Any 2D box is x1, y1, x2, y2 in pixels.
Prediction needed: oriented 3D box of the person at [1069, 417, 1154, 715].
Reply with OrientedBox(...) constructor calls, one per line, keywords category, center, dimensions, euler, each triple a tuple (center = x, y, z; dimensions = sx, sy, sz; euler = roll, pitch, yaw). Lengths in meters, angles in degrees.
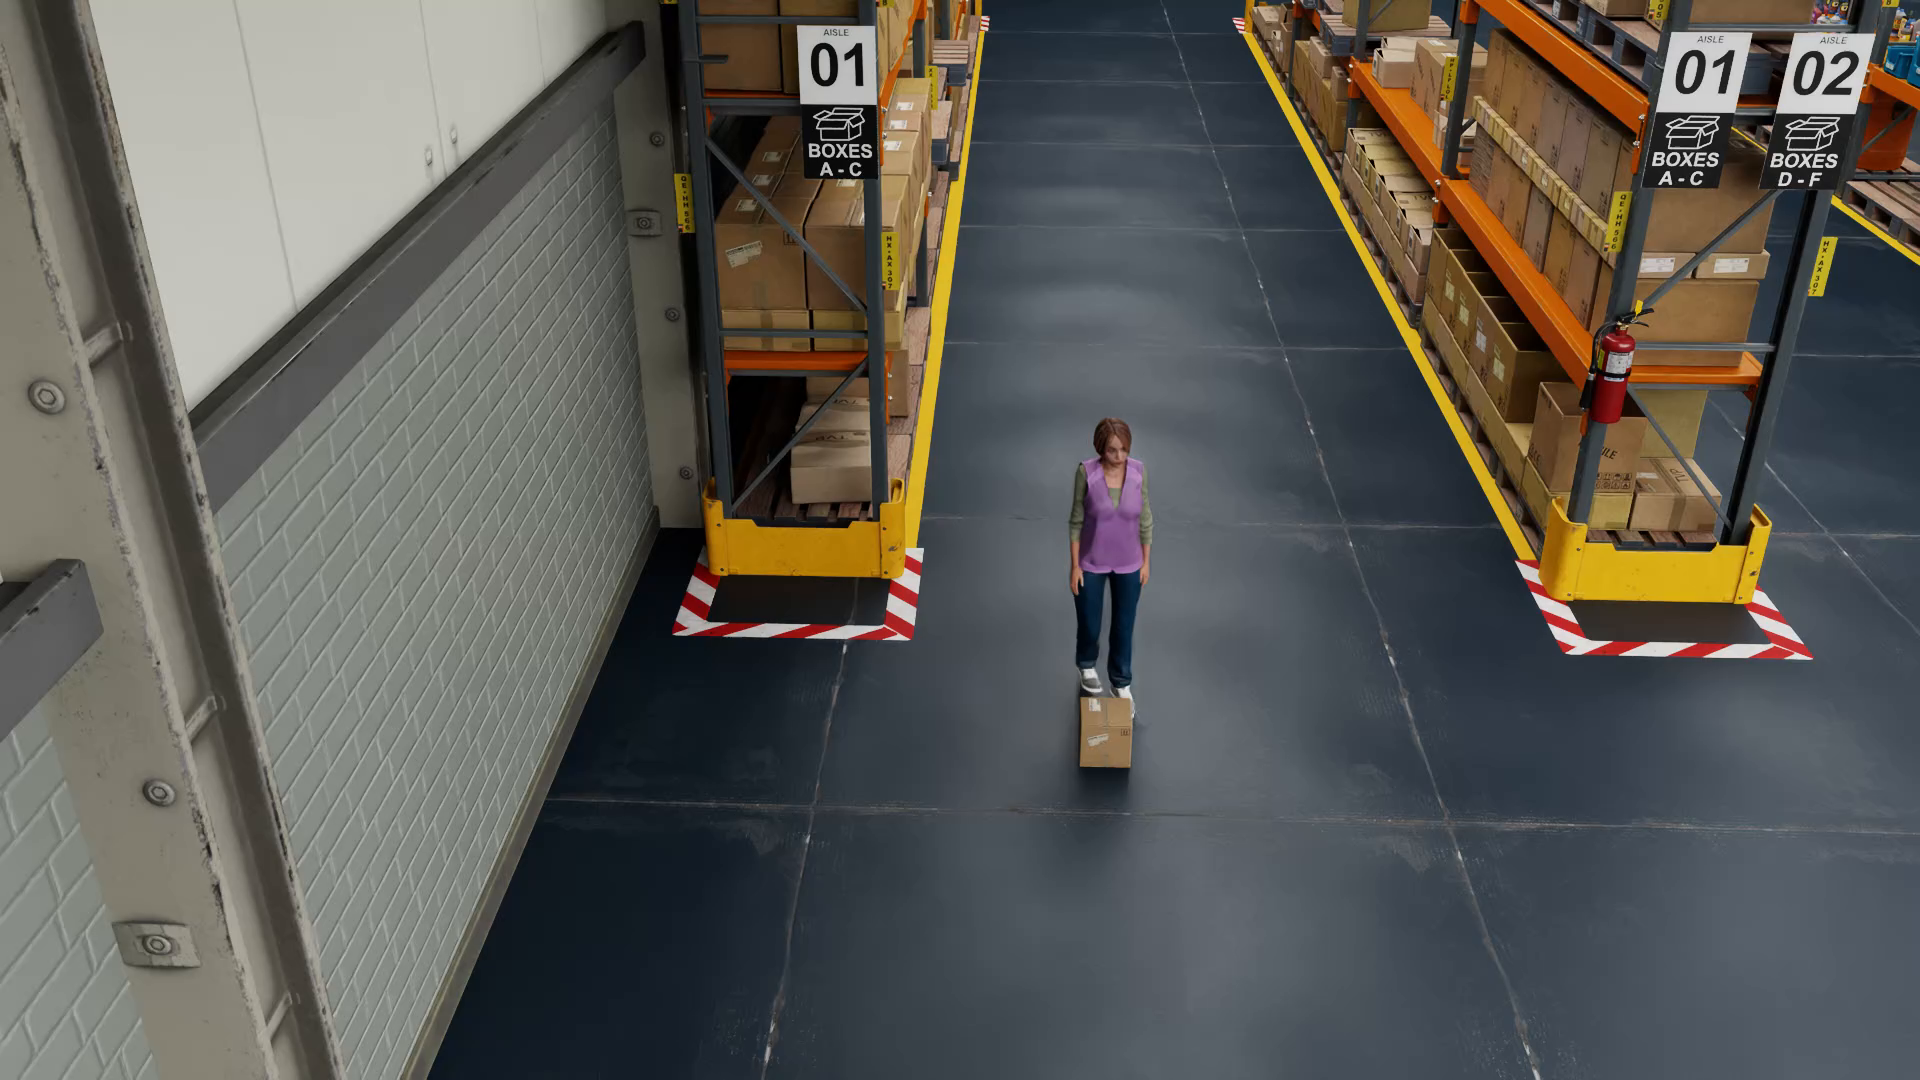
OrientedBox(category="person", center=(0.754, 0.127, 8.376), dimensions=(0.429, 1.609, 0.412), euler=(-3, 28, -5))
